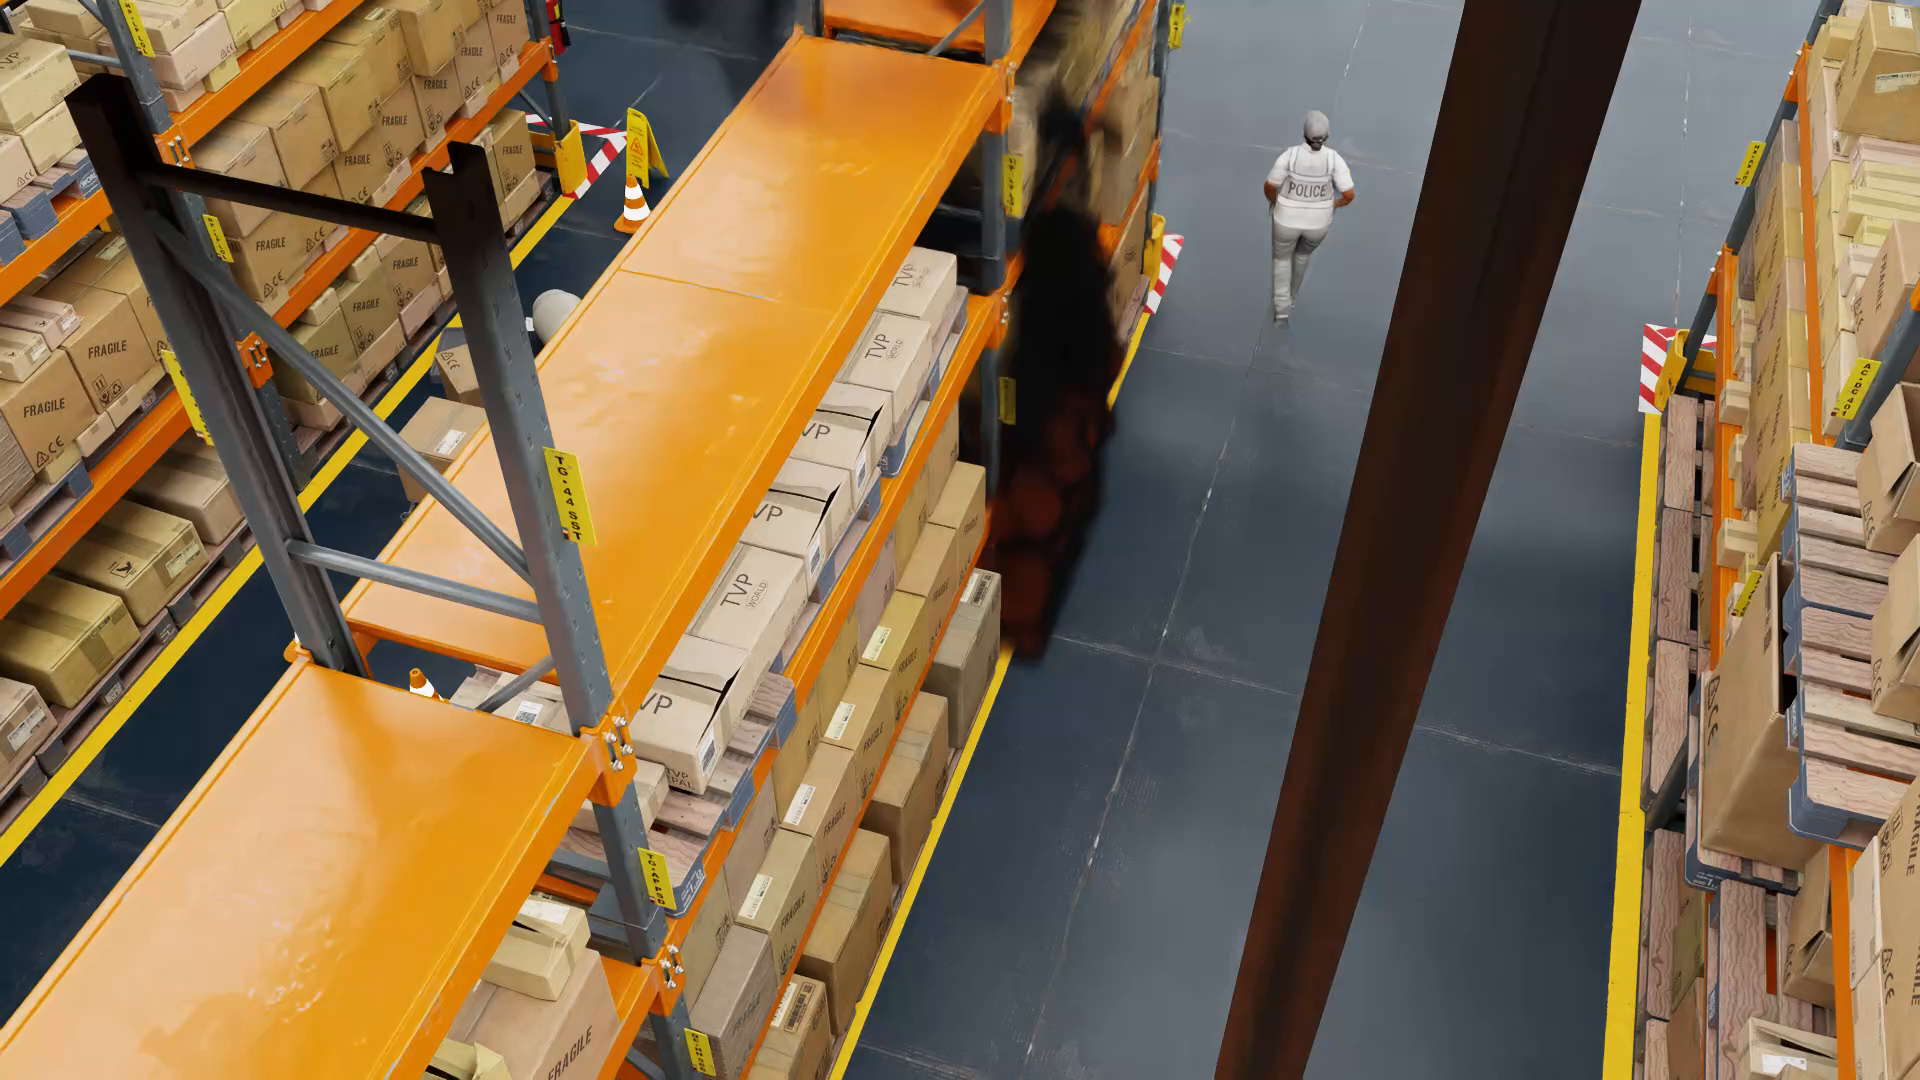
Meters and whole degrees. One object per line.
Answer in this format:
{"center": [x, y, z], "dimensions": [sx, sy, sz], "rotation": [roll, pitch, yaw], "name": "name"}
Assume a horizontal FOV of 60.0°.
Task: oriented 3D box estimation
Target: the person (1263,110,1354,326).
{"center": [2.428, -2.250, 11.811], "dimensions": [0.623, 1.659, 0.627], "rotation": [3, 46, 3], "name": "person"}
